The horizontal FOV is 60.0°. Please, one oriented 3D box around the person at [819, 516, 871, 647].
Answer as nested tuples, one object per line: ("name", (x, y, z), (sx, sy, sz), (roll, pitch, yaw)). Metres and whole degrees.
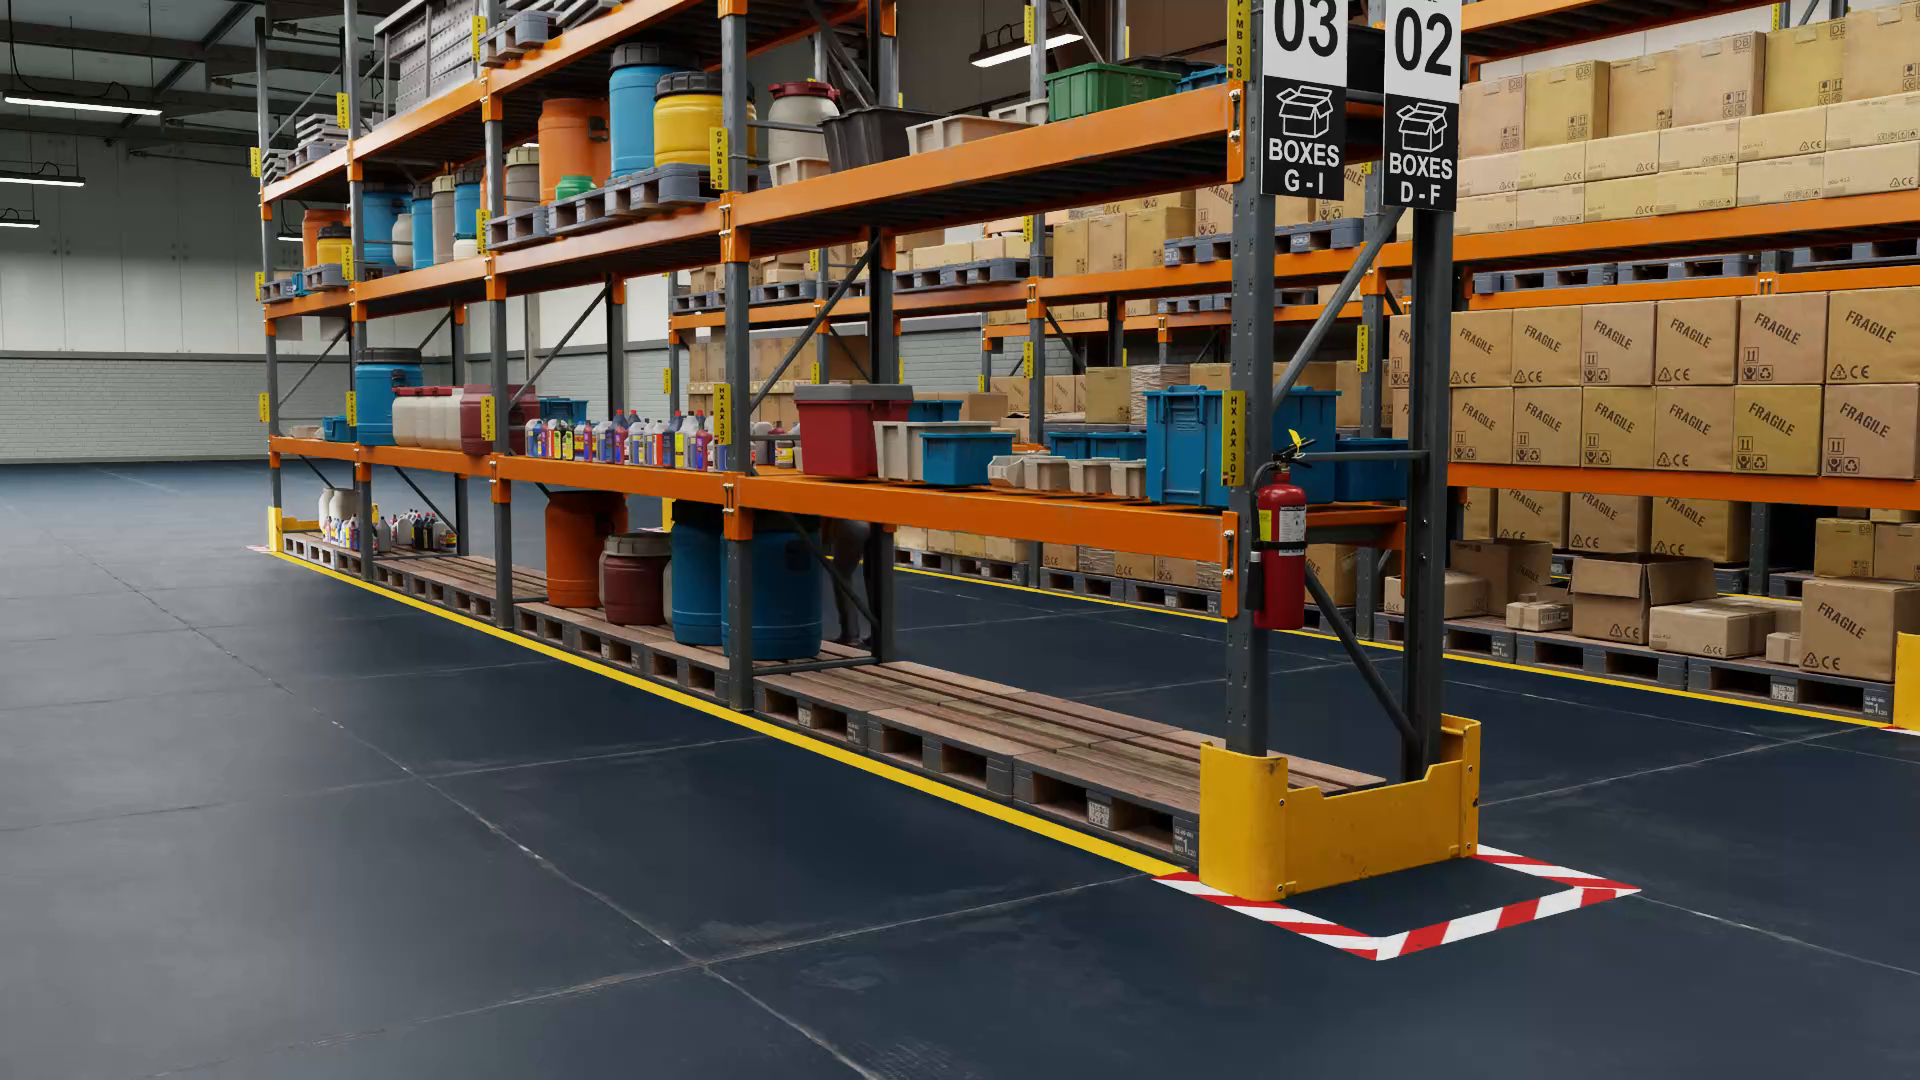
("person", (-0.748, -0.069, 11.619), (0.410, 1.637, 0.534), (-3, 6, -35))
